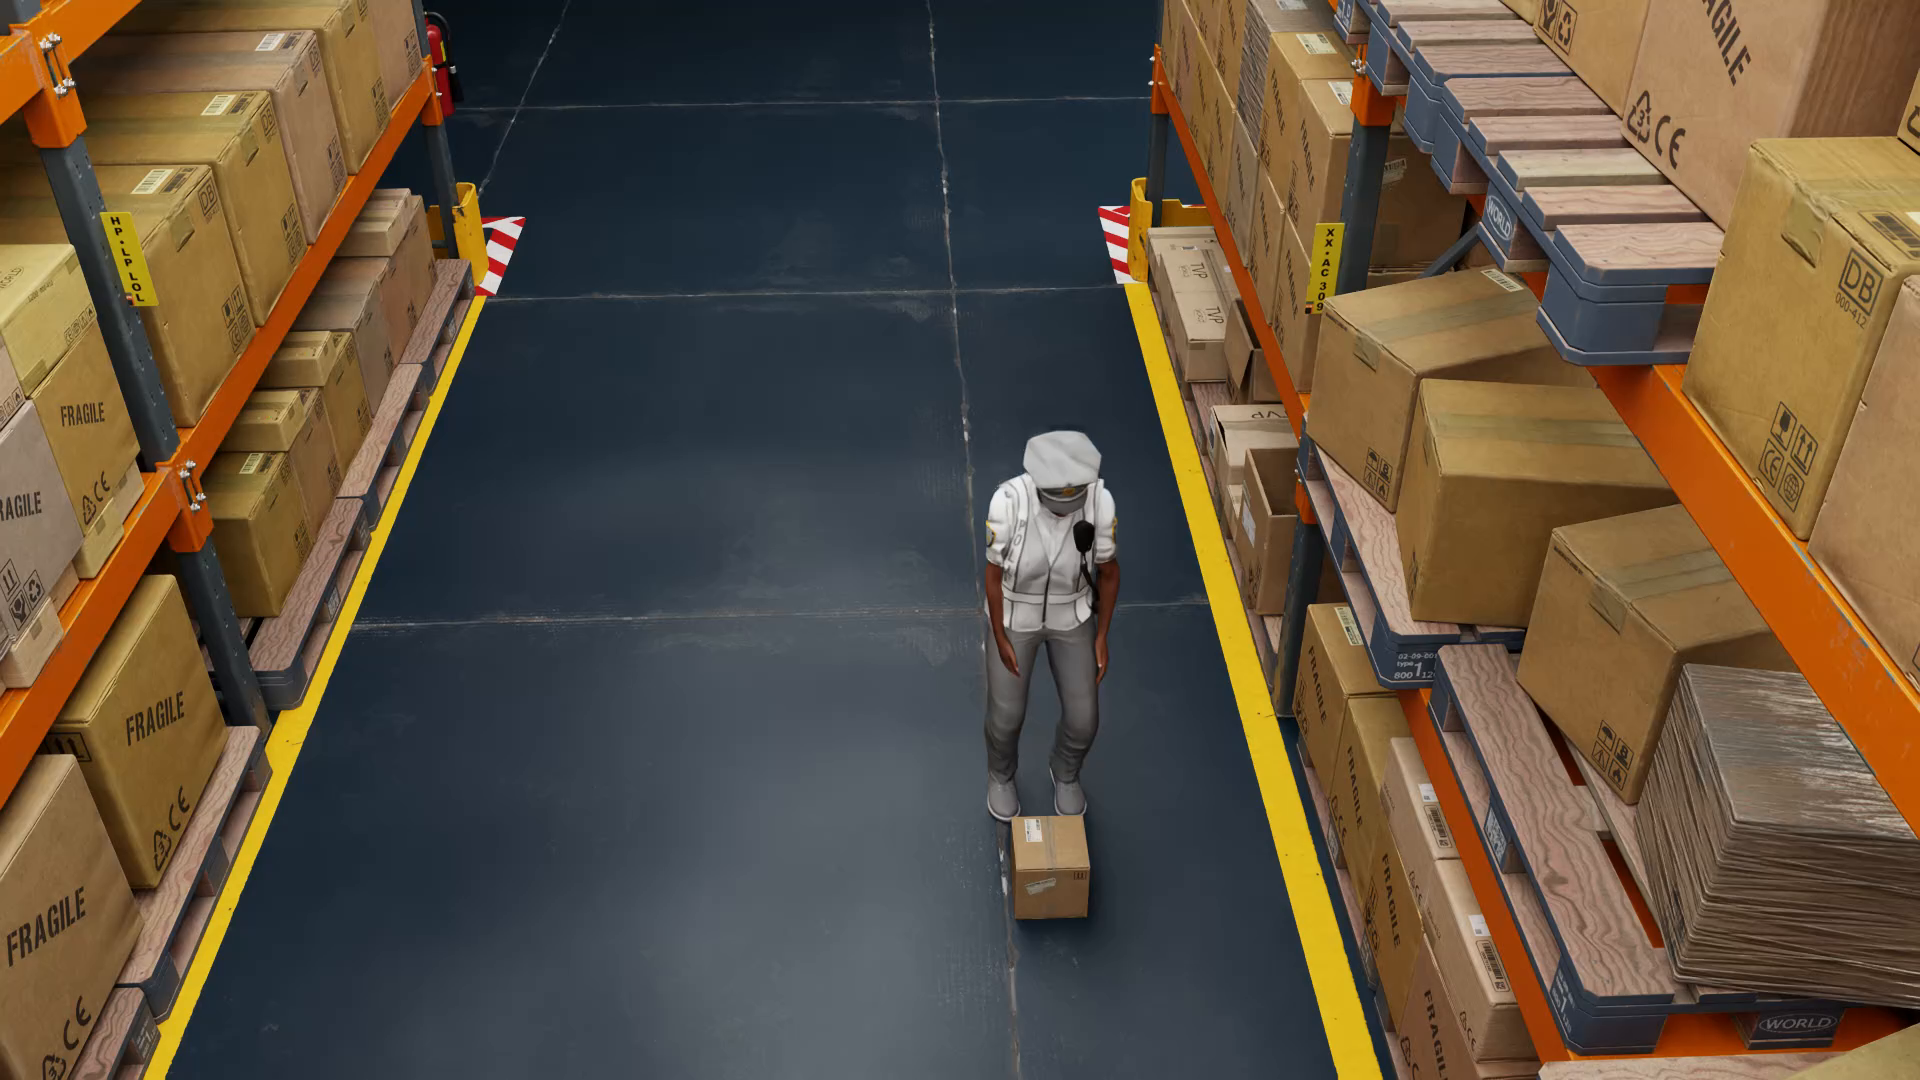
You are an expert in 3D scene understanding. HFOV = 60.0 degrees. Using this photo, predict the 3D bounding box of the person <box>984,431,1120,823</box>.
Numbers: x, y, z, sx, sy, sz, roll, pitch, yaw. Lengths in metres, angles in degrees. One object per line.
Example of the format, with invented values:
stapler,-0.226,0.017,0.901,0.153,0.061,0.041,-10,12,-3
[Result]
person,0.313,0.309,5.766,0.461,1.615,0.460,-2,35,-2
